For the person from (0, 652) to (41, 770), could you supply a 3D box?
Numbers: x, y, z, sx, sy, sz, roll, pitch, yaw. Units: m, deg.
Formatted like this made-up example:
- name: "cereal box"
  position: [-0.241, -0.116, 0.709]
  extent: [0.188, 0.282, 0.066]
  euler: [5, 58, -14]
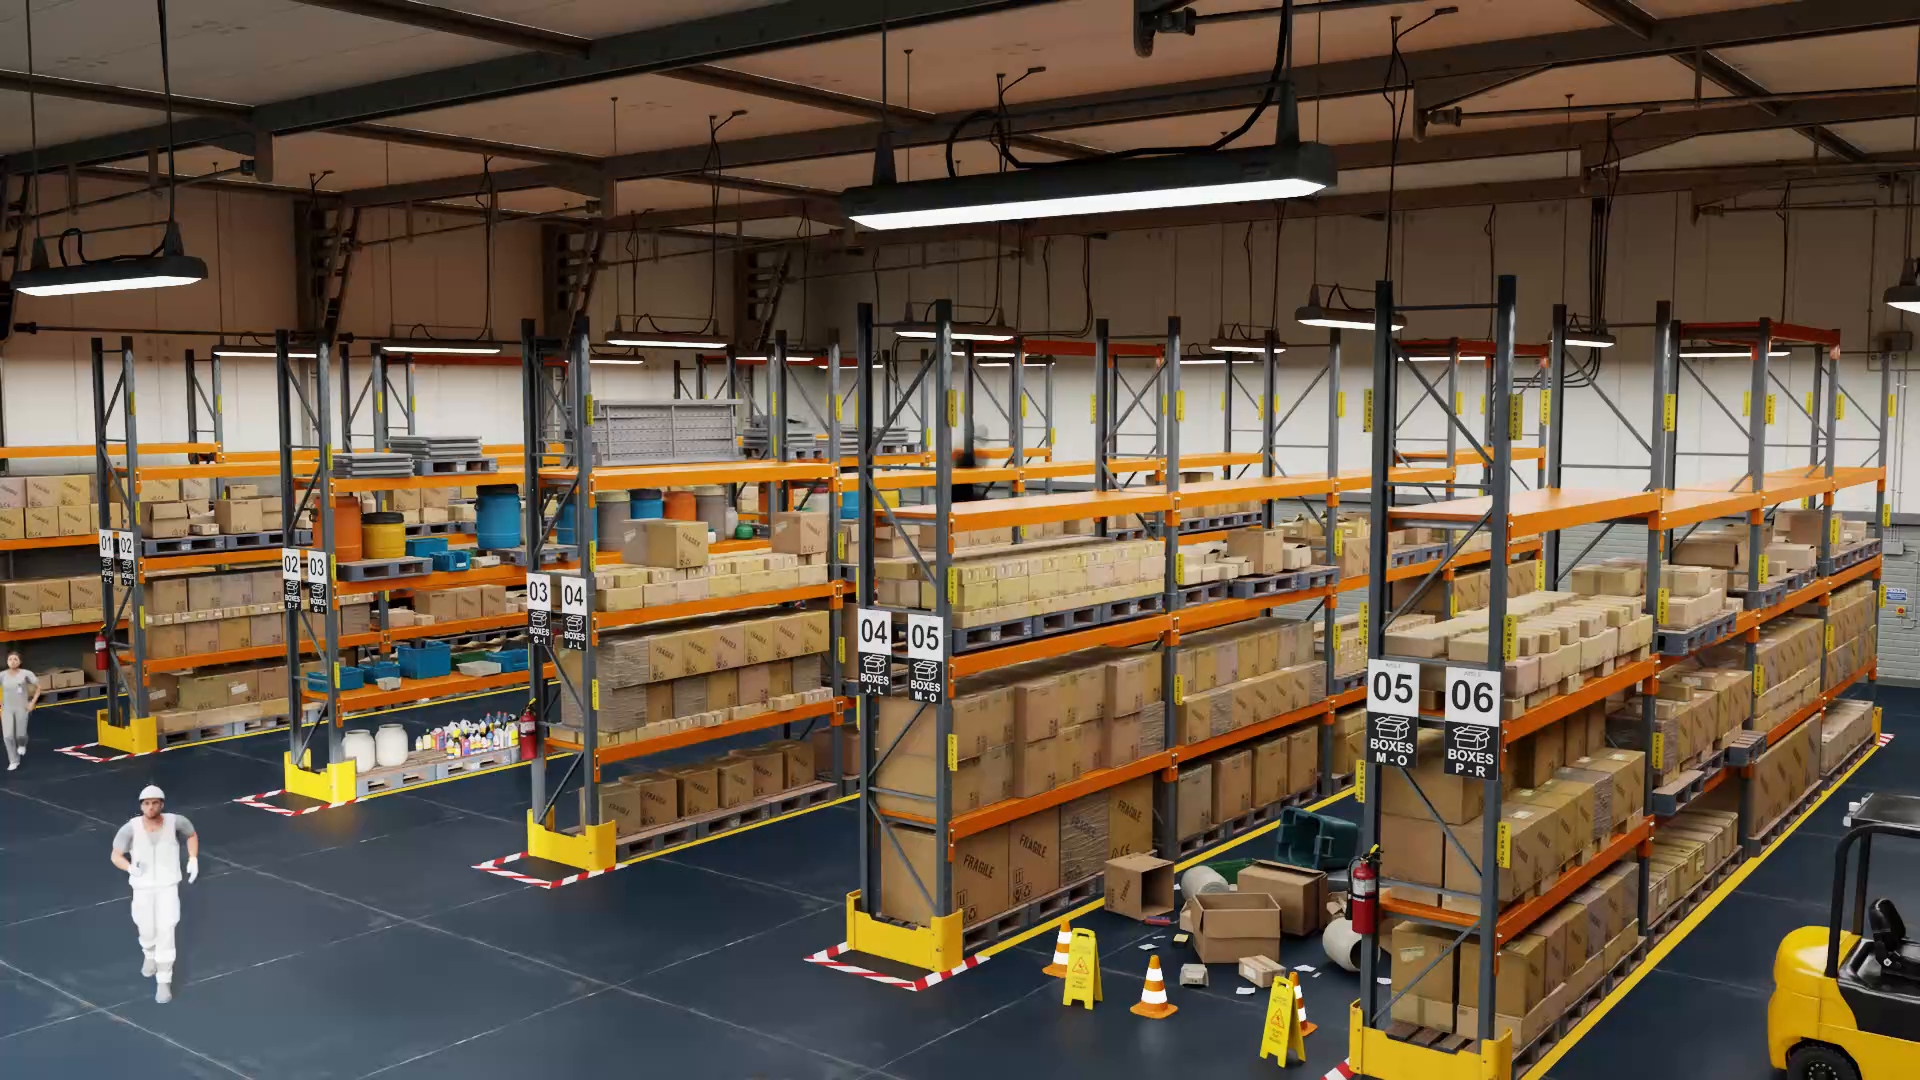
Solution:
- name: "person"
  position: [-13.146, 2.356, 23.189]
  extent: [0.608, 1.638, 0.618]
  euler: [-2, 5, -20]

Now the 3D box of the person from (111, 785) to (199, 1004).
- name: "person"
  position: [-6.974, 3.009, 14.433]
  extent: [0.682, 1.807, 0.883]
  euler: [-2, 5, -23]
